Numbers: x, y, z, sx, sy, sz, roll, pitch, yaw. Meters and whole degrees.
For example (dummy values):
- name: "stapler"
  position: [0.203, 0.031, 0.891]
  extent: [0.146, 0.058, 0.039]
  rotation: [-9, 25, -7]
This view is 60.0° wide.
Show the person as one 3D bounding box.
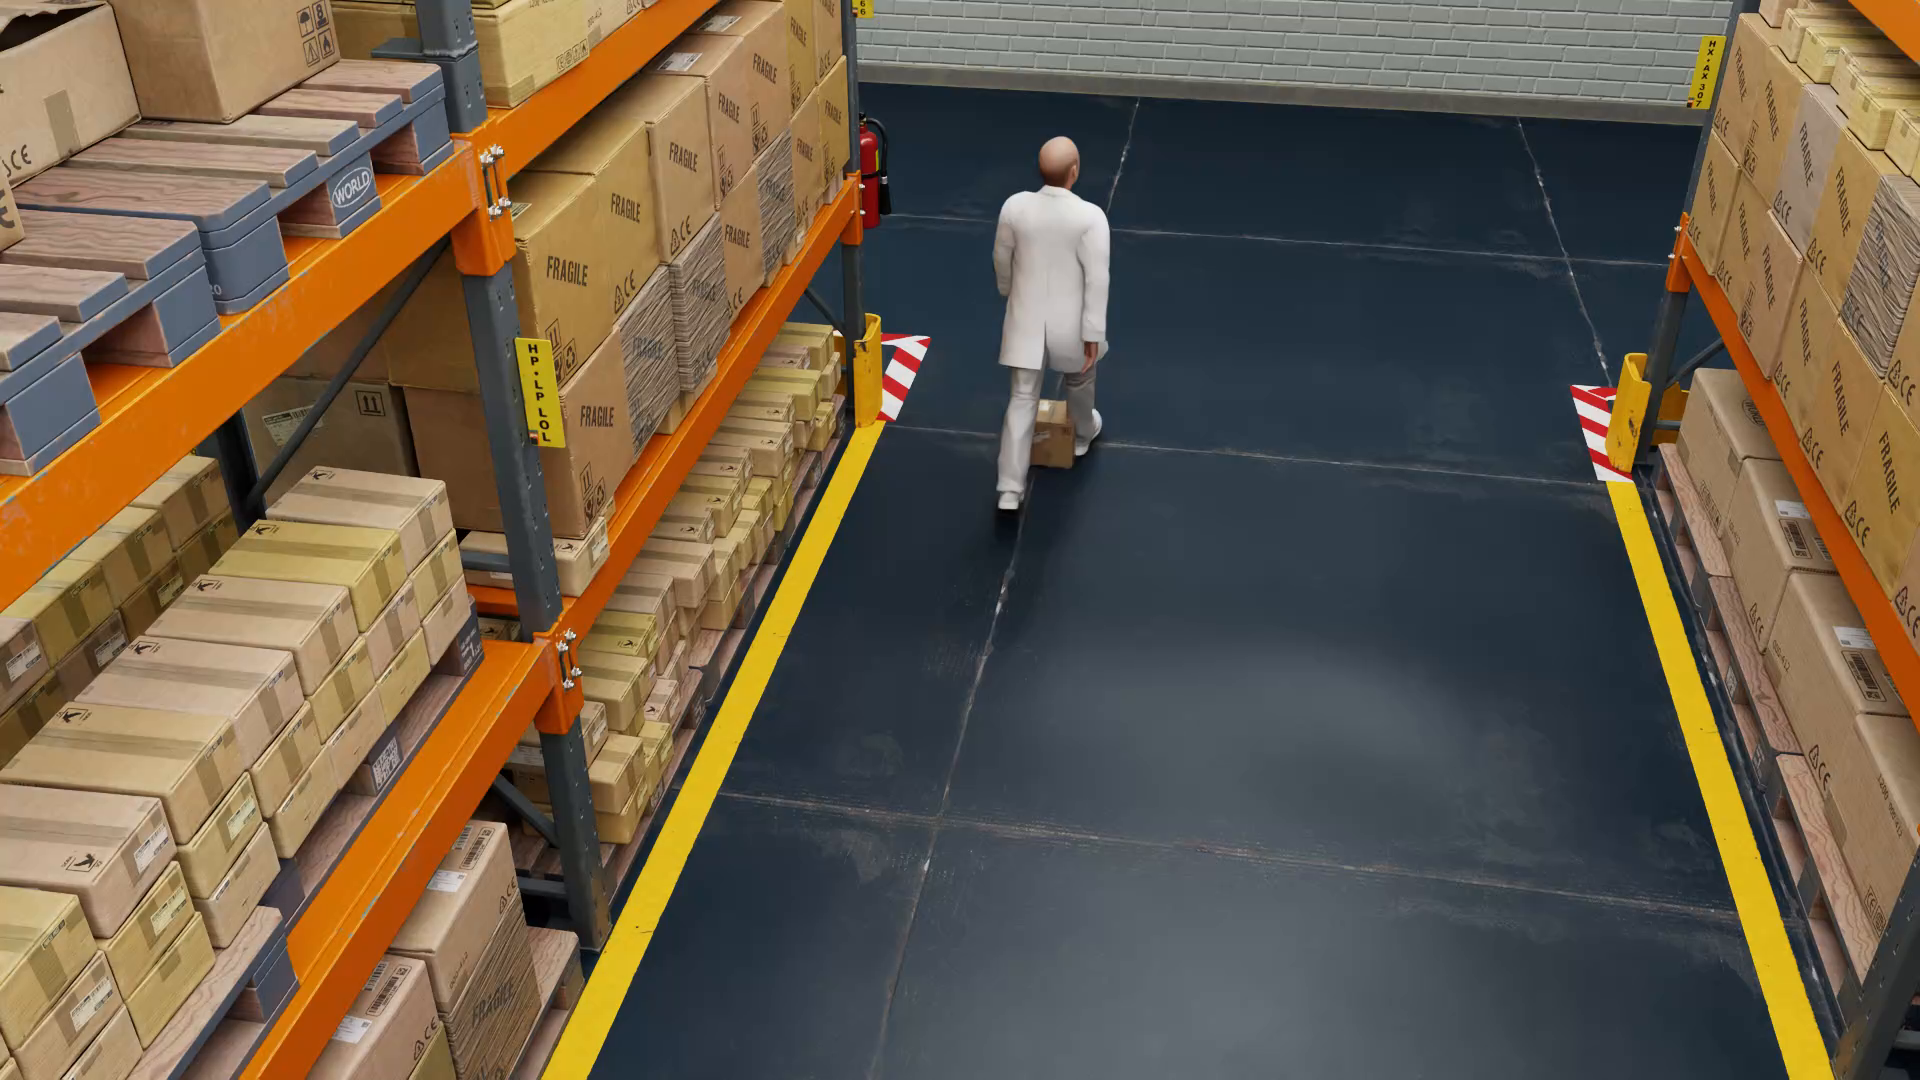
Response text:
- name: "person"
  position: [0.425, -1.063, 7.844]
  extent: [0.602, 1.726, 1.161]
  rotation: [8, 33, 13]
